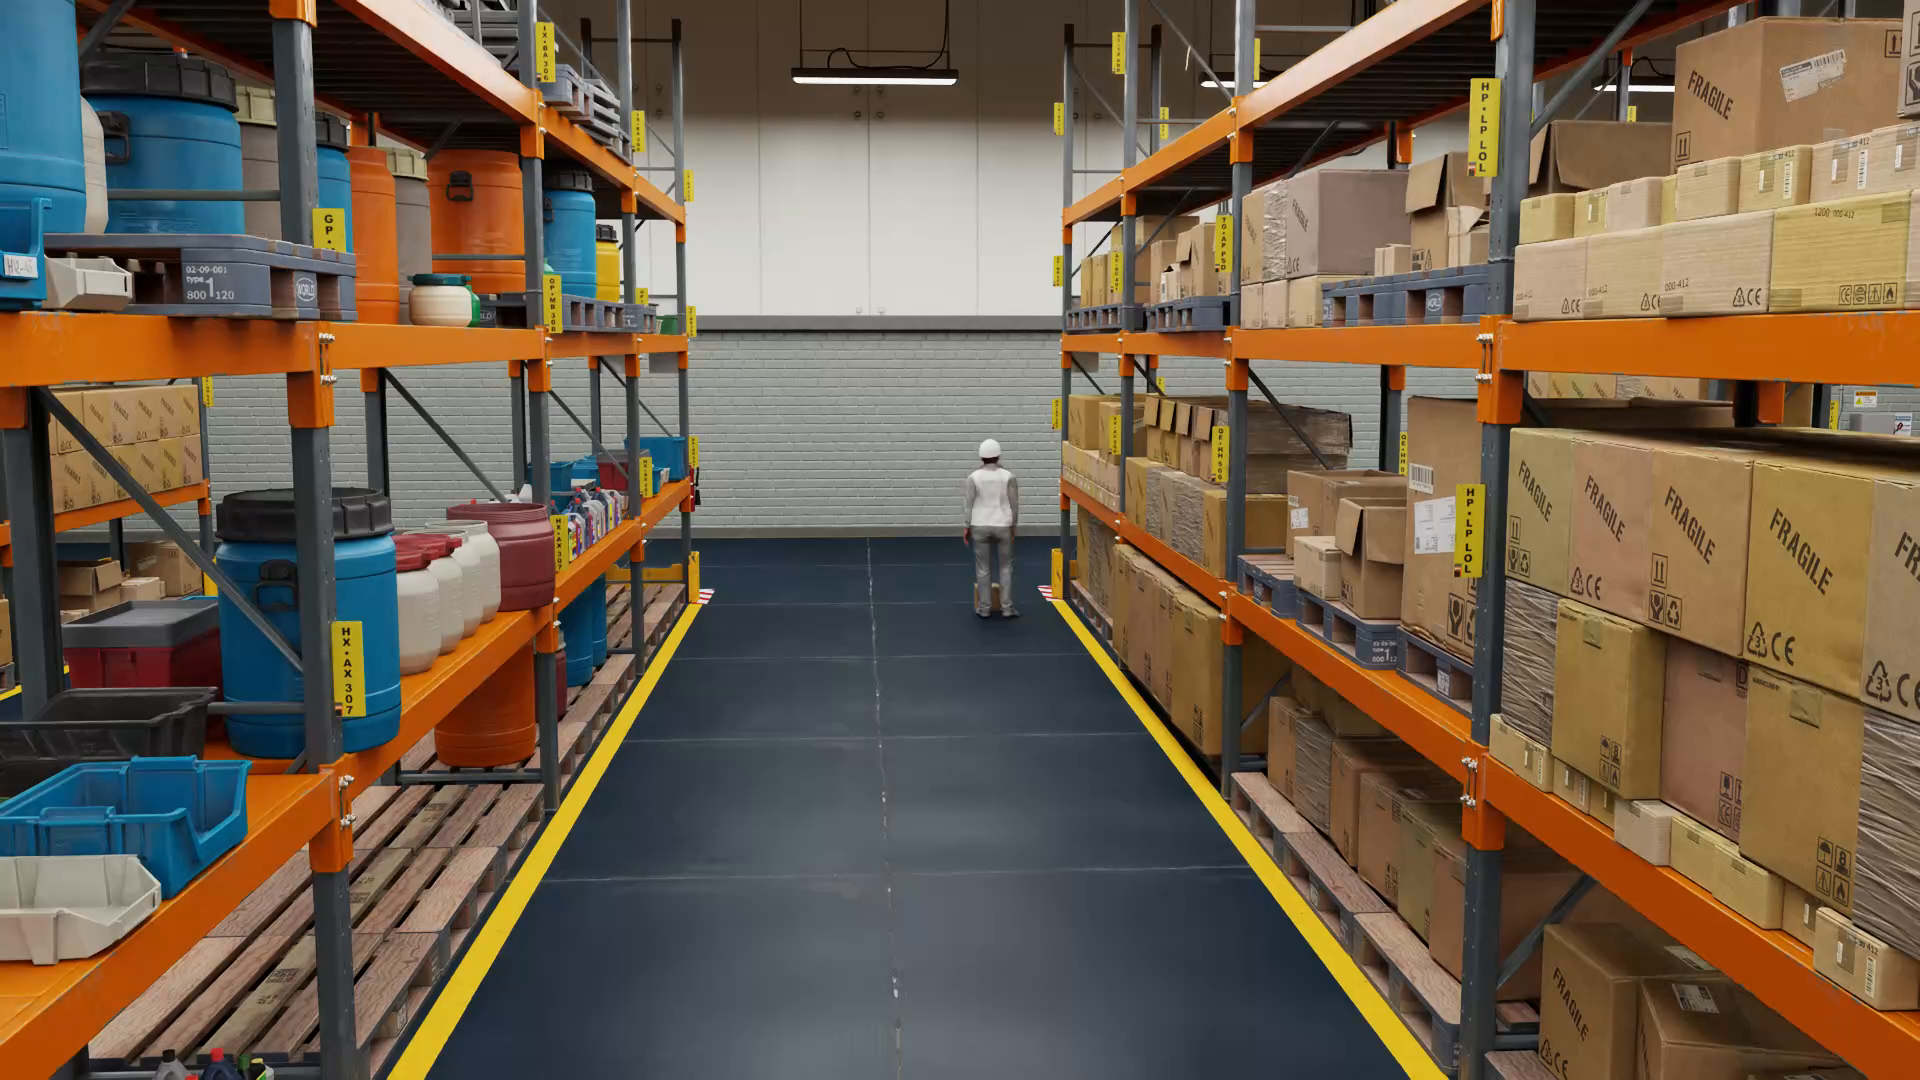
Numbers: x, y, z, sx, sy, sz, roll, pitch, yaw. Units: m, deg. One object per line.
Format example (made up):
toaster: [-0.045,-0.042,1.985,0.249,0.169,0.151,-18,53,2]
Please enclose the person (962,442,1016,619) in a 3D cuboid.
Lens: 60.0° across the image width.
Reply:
person: [0.287,-0.100,16.569,0.540,1.757,0.389,0,7,-3]
